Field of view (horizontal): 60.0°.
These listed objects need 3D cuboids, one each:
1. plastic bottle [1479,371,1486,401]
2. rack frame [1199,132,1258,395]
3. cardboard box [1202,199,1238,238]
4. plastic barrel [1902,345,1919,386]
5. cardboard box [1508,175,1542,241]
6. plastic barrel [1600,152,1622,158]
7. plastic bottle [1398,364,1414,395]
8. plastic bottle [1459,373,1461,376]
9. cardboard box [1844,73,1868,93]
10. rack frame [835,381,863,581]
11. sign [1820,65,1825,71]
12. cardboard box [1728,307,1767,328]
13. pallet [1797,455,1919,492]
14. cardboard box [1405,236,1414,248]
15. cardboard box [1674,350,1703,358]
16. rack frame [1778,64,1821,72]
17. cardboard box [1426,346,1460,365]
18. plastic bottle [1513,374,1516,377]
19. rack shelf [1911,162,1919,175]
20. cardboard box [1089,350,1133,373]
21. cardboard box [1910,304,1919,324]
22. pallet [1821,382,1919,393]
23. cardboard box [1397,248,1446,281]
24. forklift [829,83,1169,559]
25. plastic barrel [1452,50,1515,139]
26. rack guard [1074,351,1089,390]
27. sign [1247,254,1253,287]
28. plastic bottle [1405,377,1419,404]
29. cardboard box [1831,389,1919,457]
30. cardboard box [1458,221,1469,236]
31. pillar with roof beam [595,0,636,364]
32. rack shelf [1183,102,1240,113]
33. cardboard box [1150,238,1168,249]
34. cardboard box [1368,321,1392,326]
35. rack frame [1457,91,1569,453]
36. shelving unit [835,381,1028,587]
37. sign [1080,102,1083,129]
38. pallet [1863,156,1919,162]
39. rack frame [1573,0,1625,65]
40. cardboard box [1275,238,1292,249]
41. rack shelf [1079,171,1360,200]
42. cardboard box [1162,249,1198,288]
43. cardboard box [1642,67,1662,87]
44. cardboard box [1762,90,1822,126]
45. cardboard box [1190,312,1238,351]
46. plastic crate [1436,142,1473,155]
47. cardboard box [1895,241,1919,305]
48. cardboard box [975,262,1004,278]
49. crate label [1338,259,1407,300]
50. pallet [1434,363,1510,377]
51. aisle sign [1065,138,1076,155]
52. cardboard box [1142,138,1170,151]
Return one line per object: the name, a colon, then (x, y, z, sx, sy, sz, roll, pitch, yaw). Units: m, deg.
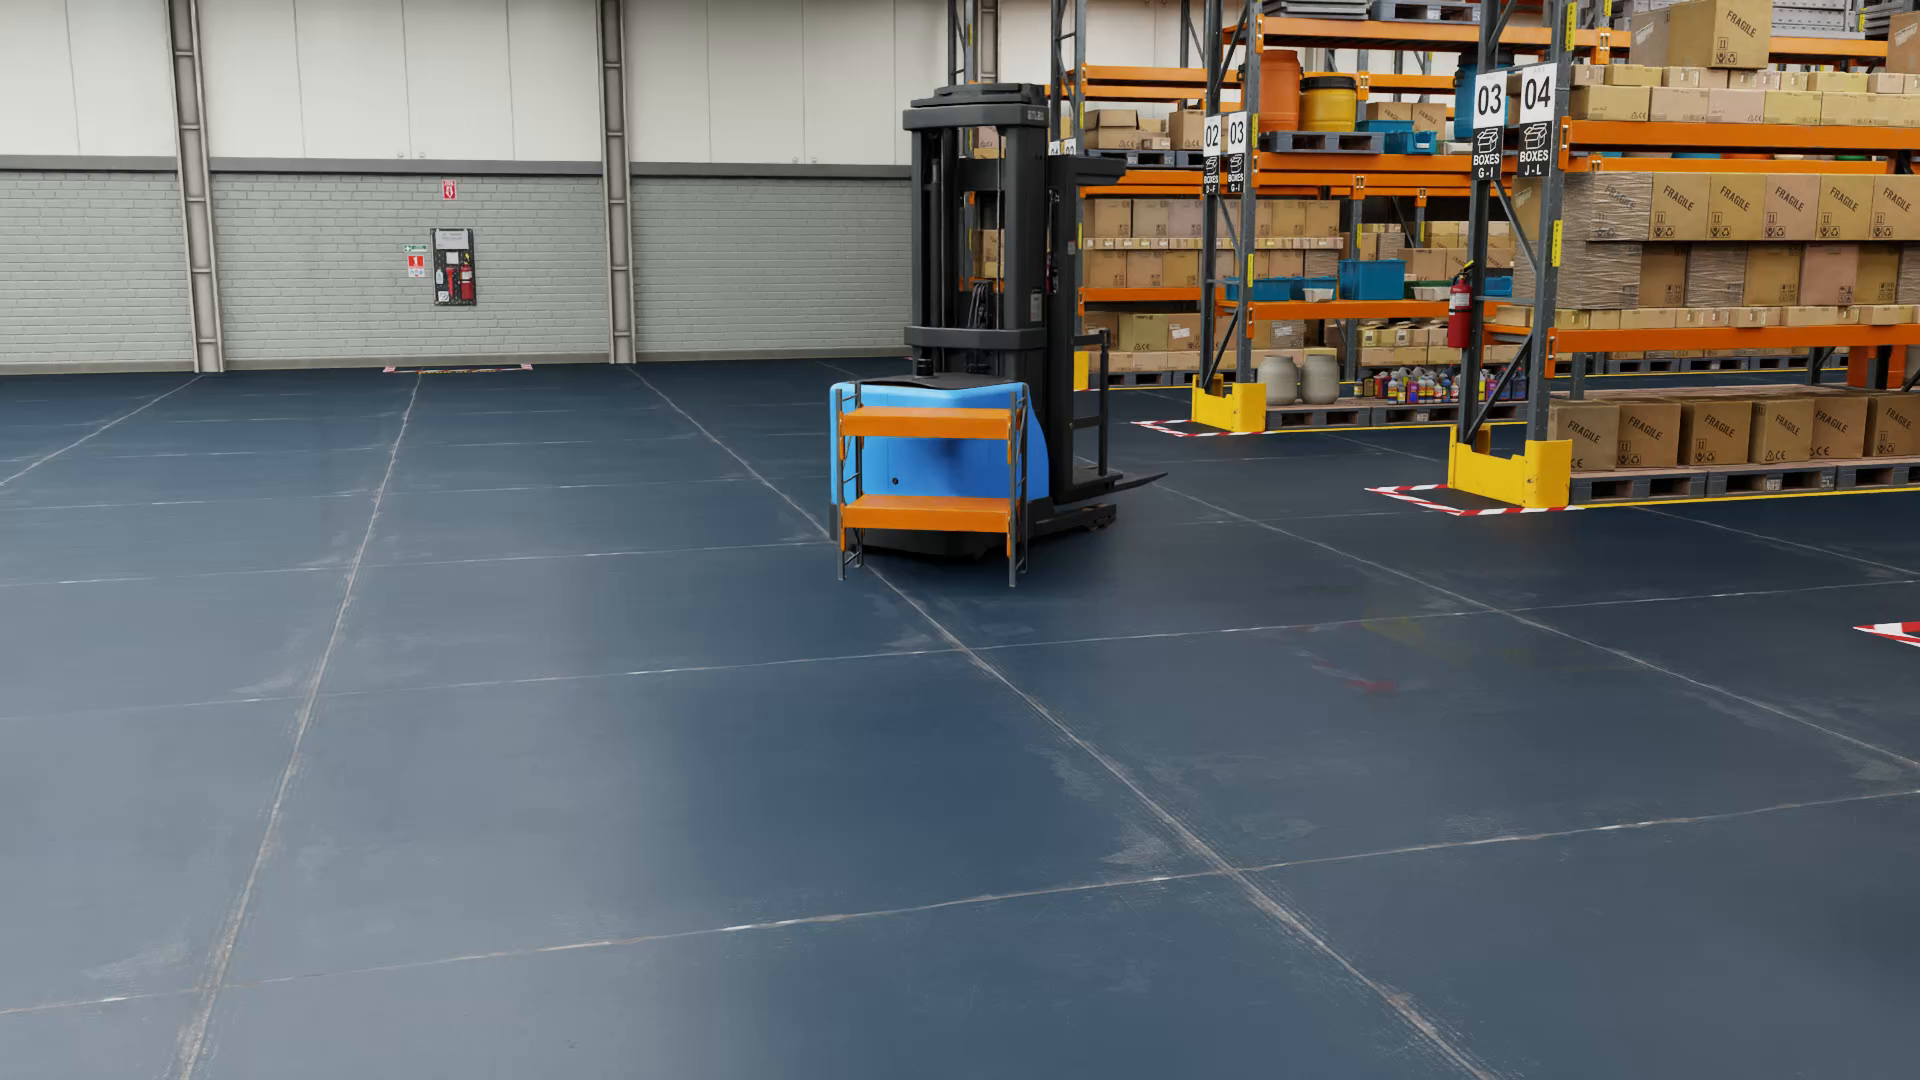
plastic bottle: (5.580, -1.679, 17.983, 0.185, 0.351, 0.144, -3, 11, -16)
rack frame: (2.772, -2.672, 17.274, 0.127, 3.000, 1.000, -3, 11, -16)
cardboard box: (3.361, -4.323, 22.384, 0.500, 0.500, 0.700, -3, 11, -16)
plastic barrel: (11.435, -2.131, 20.051, 0.421, 0.512, 0.421, 0, 10, 0)
cardboard box: (4.615, -2.569, 12.855, 0.500, 0.500, 0.500, -3, 11, -16)
plastic barrel: (7.040, -4.659, 18.401, 0.708, 0.901, 0.600, -3, 11, -16)
plastic bottle: (4.953, -1.779, 18.524, 0.185, 0.351, 0.144, -3, 11, -14)
plastic bottle: (5.616, -1.752, 18.597, 0.097, 0.271, 0.097, 0, 10, 0)
cardboard box: (6.740, -3.500, 12.801, 0.250, 0.149, 0.380, -3, 11, -14)
rack frame: (-0.656, -0.359, 9.891, 0.032, 1.125, 0.500, 2, 11, 10)
sign: (15.503, -8.557, 29.876, 0.005, 0.325, 0.100, -3, 11, -16)
cardboard box: (5.964, -1.719, 12.794, 0.250, 0.149, 0.380, -3, 11, -16)
pallet: (7.362, -0.602, 13.731, 1.213, 0.211, 1.003, -3, 11, -16)
cardboard box: (8.064, -5.074, 29.169, 0.500, 0.500, 0.500, -3, 11, -16)
cardboard box: (10.573, -2.950, 24.476, 0.500, 0.500, 0.500, -3, 11, -17)
rack frame: (15.365, -8.154, 30.484, 0.127, 3.000, 1.000, -3, 11, -16)
cardboard box: (6.676, -2.619, 23.424, 0.500, 0.250, 0.500, -3, 11, -18)
plastic bottle: (6.034, -1.730, 18.261, 0.185, 0.351, 0.144, -3, 11, -16)
rack shelf: (12.373, -4.299, 19.817, 4.000, 0.370, 1.077, -3, 11, -16)
cardboard box: (1.968, -2.376, 22.101, 0.500, 0.250, 0.500, -3, 11, -16)
cardboard box: (7.630, -1.817, 13.323, 0.250, 0.149, 0.380, -3, 11, -16)
pallet: (11.198, -1.752, 19.982, 1.213, 0.211, 1.003, -3, 11, -16)
cardboard box: (6.479, -3.847, 23.383, 0.500, 0.500, 0.500, -2, 11, -12)
forklift: (0.429, -1.543, 11.332, 1.130, 2.935, 3.031, 7, 13, 35)
plastic barrel: (5.627, -4.771, 17.846, 0.708, 0.901, 0.600, -3, 11, -16)
rack guard: (1.368, -2.302, 22.172, 0.348, 0.500, 1.175, -3, 11, -16)
sign: (2.921, -2.712, 16.728, 0.005, 0.325, 0.100, -3, 11, -16)
plastic bottle: (4.822, -1.598, 17.729, 0.133, 0.283, 0.061, -3, 11, -15)
cardboard box: (7.601, -0.977, 13.813, 0.500, 0.500, 0.500, -3, 11, -18)
cardboard box: (8.708, -5.378, 28.752, 0.500, 0.250, 0.500, -3, 11, -17)
pillar with roof beam: (-4.125, -6.478, 21.381, 0.400, 9.000, 9.100, -3, 11, -16)
rack shelf: (5.763, -7.097, 27.837, 4.000, 0.370, 1.077, -3, 11, -16)
cardboard box: (2.563, -3.922, 21.999, 0.250, 0.149, 0.380, -3, 11, -17)
cardboard box: (6.038, -2.963, 23.743, 0.500, 0.311, 0.500, -3, 11, -14)
rack frame: (4.156, -1.811, 12.597, 0.127, 3.000, 1.000, -3, 11, -16)
shelving unit: (-0.156, -0.343, 9.801, 1.048, 1.125, 0.538, 2, 11, 10)
sign: (1.540, -5.380, 21.069, 0.005, 0.325, 0.100, -3, 11, -16)
pallet: (11.215, -4.481, 19.337, 1.213, 0.211, 1.003, -3, 11, -16)
rack frame: (9.072, -6.888, 23.608, 0.127, 3.000, 1.000, -3, 11, -16)
cardboard box: (4.289, -4.013, 22.494, 0.250, 0.149, 0.380, -3, 11, -16)
rack shelf: (3.311, -4.756, 22.296, 4.000, 0.370, 1.077, -3, 11, -16)
cardboard box: (2.824, -3.655, 22.340, 0.500, 0.500, 0.700, -3, 11, -16)
cardboard box: (4.969, -3.412, 12.326, 0.250, 0.149, 0.380, -3, 11, -17)
cardboard box: (6.159, -3.270, 12.655, 0.500, 0.250, 0.500, -3, 11, -14)
cardboard box: (3.409, -2.820, 22.443, 0.500, 0.500, 0.500, -3, 11, -16)
plastic crate: (5.184, -4.068, 17.303, 0.396, 0.136, 0.243, -3, 11, -16)
cardboard box: (7.547, -2.197, 13.595, 0.500, 0.500, 0.875, -3, 11, -16)
cardboard box: (0.560, -4.299, 26.475, 0.500, 0.250, 0.500, -3, 11, -18)
crate label: (4.463, -2.829, 18.032, 0.616, 0.435, 0.502, -3, 11, -16)
pallet: (7.101, -2.470, 23.883, 1.213, 0.211, 1.003, -3, 11, -16)
aisle sign: (1.413, -4.755, 21.410, 0.004, 0.787, 0.394, -3, 11, -16)
cardboard box: (2.570, -5.189, 21.810, 0.250, 0.149, 0.380, -3, 11, -16)
